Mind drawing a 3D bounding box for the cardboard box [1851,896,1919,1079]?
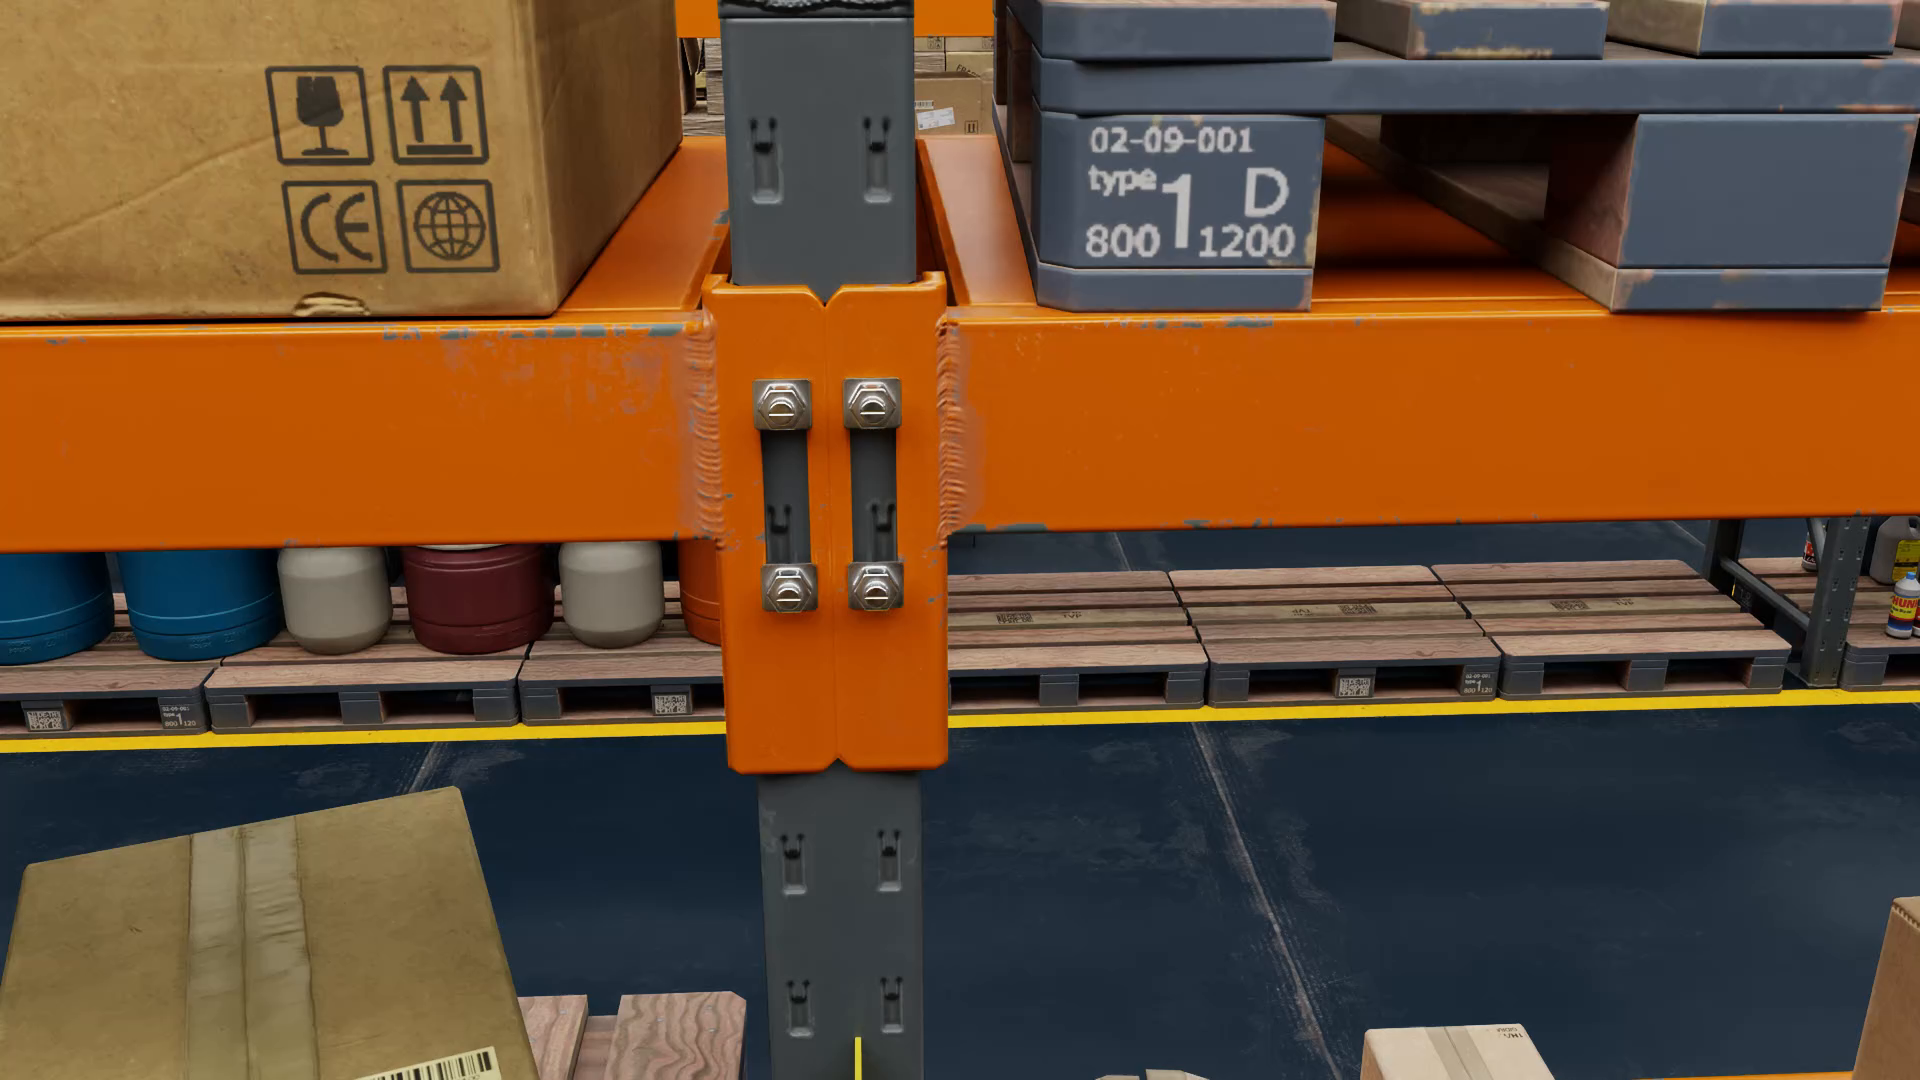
[{"bbox_3d":[1.553,0.800,2.165,0.500,0.500,0.500,-2,21,-6],"label":"cardboard box"}]

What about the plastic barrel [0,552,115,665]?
[{"bbox_3d":[-3.850,-0.013,6.798,0.708,0.901,0.600,-1,21,-3],"label":"plastic barrel"}]

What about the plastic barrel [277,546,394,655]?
[{"bbox_3d":[-2.574,0.175,6.852,0.421,0.512,0.421,0,21,0],"label":"plastic barrel"}]

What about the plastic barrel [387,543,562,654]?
[{"bbox_3d":[-2.015,0.096,6.952,0.708,0.588,0.600,-1,21,-3],"label":"plastic barrel"}]

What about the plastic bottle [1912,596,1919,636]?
[{"bbox_3d":[4.038,0.295,6.946,0.097,0.201,0.097,0,21,0],"label":"plastic bottle"}]

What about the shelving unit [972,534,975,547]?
[{"bbox_3d":[-0.053,-0.490,8.431,0.252,1.050,0.215,-1,21,-3],"label":"shelving unit"}]

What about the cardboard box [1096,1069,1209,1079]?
[{"bbox_3d":[0.244,0.936,2.072,0.500,0.311,0.500,0,21,0],"label":"cardboard box"}]

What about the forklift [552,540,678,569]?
[{"bbox_3d":[-2.086,-1.367,8.093,3.031,2.935,1.130,-2,21,-5],"label":"forklift"}]

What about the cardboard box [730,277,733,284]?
[{"bbox_3d":[-1.373,-1.830,11.607,0.875,0.875,1.225,-2,21,-6],"label":"cardboard box"}]

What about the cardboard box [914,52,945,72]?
[{"bbox_3d":[-0.402,-4.357,15.708,0.500,0.500,0.500,-1,21,-2],"label":"cardboard box"}]

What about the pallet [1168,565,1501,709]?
[{"bbox_3d":[1.590,0.404,7.263,1.213,0.211,1.003,-1,21,-3],"label":"pallet"}]

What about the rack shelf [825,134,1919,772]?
[{"bbox_3d":[1.875,-0.220,1.779,4.000,0.370,1.077,-1,21,-3],"label":"rack shelf"}]

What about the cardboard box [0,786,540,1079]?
[{"bbox_3d":[-0.744,0.696,1.846,0.500,0.500,0.700,-8,22,-21],"label":"cardboard box"}]

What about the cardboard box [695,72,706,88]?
[{"bbox_3d":[-2.354,-4.283,15.417,0.250,0.149,0.380,-2,21,-5],"label":"cardboard box"}]

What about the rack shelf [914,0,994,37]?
[{"bbox_3d":[1.596,-1.980,6.400,4.000,0.370,1.077,-1,21,-3],"label":"rack shelf"}]

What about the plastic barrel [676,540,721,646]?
[{"bbox_3d":[-0.888,-0.039,6.969,0.708,0.830,0.600,-1,21,-3],"label":"plastic barrel"}]

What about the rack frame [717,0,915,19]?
[{"bbox_3d":[-0.121,-1.917,1.010,0.127,3.000,1.000,-1,21,-3],"label":"rack frame"}]

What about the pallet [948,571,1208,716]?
[{"bbox_3d":[0.375,0.428,7.201,1.213,0.211,1.003,-1,21,-3],"label":"pallet"}]

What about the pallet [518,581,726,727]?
[{"bbox_3d":[-1.185,0.461,7.115,1.213,0.211,1.003,-1,21,-3],"label":"pallet"}]

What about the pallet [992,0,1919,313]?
[{"bbox_3d":[0.551,-0.473,1.697,1.003,0.211,1.213,0,21,-1],"label":"pallet"}]

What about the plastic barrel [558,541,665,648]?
[{"bbox_3d":[-1.447,0.152,6.912,0.421,0.512,0.421,0,21,0],"label":"plastic barrel"}]

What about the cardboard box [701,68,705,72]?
[{"bbox_3d":[-2.360,-4.422,15.363,0.250,0.149,0.380,-1,21,-3],"label":"cardboard box"}]

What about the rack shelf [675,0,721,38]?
[{"bbox_3d":[-2.397,-1.898,6.187,4.000,0.370,1.077,-1,21,-3],"label":"rack shelf"}]

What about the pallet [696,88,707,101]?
[{"bbox_3d":[-2.839,-4.252,15.844,1.213,0.211,1.003,-1,21,-3],"label":"pallet"}]

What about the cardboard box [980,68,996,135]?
[{"bbox_3d":[0.405,-2.948,11.417,0.500,0.500,0.700,2,21,5],"label":"cardboard box"}]

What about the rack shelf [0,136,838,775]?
[{"bbox_3d":[-2.118,-0.139,1.565,4.000,0.370,1.077,-1,21,-3],"label":"rack shelf"}]

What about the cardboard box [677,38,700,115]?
[{"bbox_3d":[-2.065,-3.127,11.068,0.637,0.503,0.797,-1,21,-2],"label":"cardboard box"}]

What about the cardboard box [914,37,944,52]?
[{"bbox_3d":[-0.417,-4.916,15.773,0.500,0.500,0.700,-1,21,-3],"label":"cardboard box"}]

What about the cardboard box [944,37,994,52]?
[{"bbox_3d":[0.088,-4.927,15.801,0.500,0.500,0.700,-1,21,-4],"label":"cardboard box"}]

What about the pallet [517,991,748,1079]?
[{"bbox_3d":[-0.794,1.015,2.010,1.003,0.211,1.213,-1,21,-3],"label":"pallet"}]

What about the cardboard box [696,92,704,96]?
[{"bbox_3d":[-2.834,-5.355,20.867,0.875,0.875,0.875,-1,21,-2],"label":"cardboard box"}]

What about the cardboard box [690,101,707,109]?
[{"bbox_3d":[-1.699,-2.755,11.501,0.500,0.500,0.500,-2,21,-5],"label":"cardboard box"}]

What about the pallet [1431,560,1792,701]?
[{"bbox_3d":[2.811,0.378,7.331,1.213,0.211,1.003,-1,21,-3],"label":"pallet"}]

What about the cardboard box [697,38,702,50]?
[{"bbox_3d":[-2.348,-4.562,15.314,0.250,0.149,0.380,-1,21,-3],"label":"cardboard box"}]

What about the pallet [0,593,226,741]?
[{"bbox_3d":[-3.621,0.510,6.984,1.213,0.211,1.003,-1,21,-3],"label":"pallet"}]

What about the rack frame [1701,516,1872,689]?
[{"bbox_3d":[3.593,-0.955,6.913,0.127,3.000,1.000,-1,21,-3],"label":"rack frame"}]

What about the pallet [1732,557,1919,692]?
[{"bbox_3d":[4.266,0.350,7.406,1.213,0.211,1.003,-1,21,-3],"label":"pallet"}]

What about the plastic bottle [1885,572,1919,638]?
[{"bbox_3d":[3.936,0.264,6.928,0.097,0.271,0.097,0,21,0],"label":"plastic bottle"}]

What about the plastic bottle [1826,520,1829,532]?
[{"bbox_3d":[4.054,-0.018,7.651,0.133,0.283,0.061,0,21,0],"label":"plastic bottle"}]

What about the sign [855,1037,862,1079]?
[{"bbox_3d":[-0.081,0.575,1.380,0.005,0.325,0.100,-1,21,-3],"label":"sign"}]

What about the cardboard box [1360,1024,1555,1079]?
[{"bbox_3d":[0.761,0.887,2.428,0.250,0.149,0.380,-1,21,-3],"label":"cardboard box"}]

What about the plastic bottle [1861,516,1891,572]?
[{"bbox_3d":[4.220,-0.038,7.609,0.185,0.351,0.144,-2,21,-4],"label":"plastic bottle"}]

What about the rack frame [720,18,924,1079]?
[{"bbox_3d":[-0.121,0.886,2.078,0.127,3.000,1.000,-1,21,-3],"label":"rack frame"}]

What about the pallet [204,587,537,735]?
[{"bbox_3d":[-2.400,0.484,7.052,1.213,0.211,1.003,-1,21,-3],"label":"pallet"}]

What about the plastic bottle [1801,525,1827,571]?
[{"bbox_3d":[3.937,0.029,7.643,0.097,0.201,0.097,0,21,0],"label":"plastic bottle"}]

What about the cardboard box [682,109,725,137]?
[{"bbox_3d":[-1.660,-2.574,11.024,0.500,0.500,0.500,-1,21,-4],"label":"cardboard box"}]

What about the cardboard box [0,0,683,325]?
[{"bbox_3d":[-0.555,-0.542,1.471,0.500,0.500,0.910,-1,21,-3],"label":"cardboard box"}]

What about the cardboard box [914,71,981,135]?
[{"bbox_3d":[-0.146,-2.901,11.294,0.500,0.500,0.500,-4,21,-10],"label":"cardboard box"}]

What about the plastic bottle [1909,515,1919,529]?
[{"bbox_3d":[4.411,-0.042,7.619,0.185,0.351,0.144,-2,21,-6],"label":"plastic bottle"}]

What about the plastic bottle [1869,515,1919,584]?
[{"bbox_3d":[4.228,0.013,7.475,0.185,0.351,0.144,-1,21,-3],"label":"plastic bottle"}]

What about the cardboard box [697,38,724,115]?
[{"bbox_3d":[-1.414,-3.139,11.101,0.637,0.503,0.797,0,21,-1],"label":"cardboard box"}]

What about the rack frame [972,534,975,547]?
[{"bbox_3d":[0.068,-0.492,8.438,0.008,1.050,0.200,-1,21,-3],"label":"rack frame"}]

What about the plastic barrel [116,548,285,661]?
[{"bbox_3d":[-3.143,-0.027,6.836,0.708,0.901,0.600,-1,21,-3],"label":"plastic barrel"}]

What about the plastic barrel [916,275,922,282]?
[{"bbox_3d":[0.046,-1.054,6.983,0.708,0.536,0.600,-1,21,-3],"label":"plastic barrel"}]

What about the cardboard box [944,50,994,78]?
[{"bbox_3d":[0.106,-4.368,15.738,0.500,0.500,0.500,-1,21,-4],"label":"cardboard box"}]
